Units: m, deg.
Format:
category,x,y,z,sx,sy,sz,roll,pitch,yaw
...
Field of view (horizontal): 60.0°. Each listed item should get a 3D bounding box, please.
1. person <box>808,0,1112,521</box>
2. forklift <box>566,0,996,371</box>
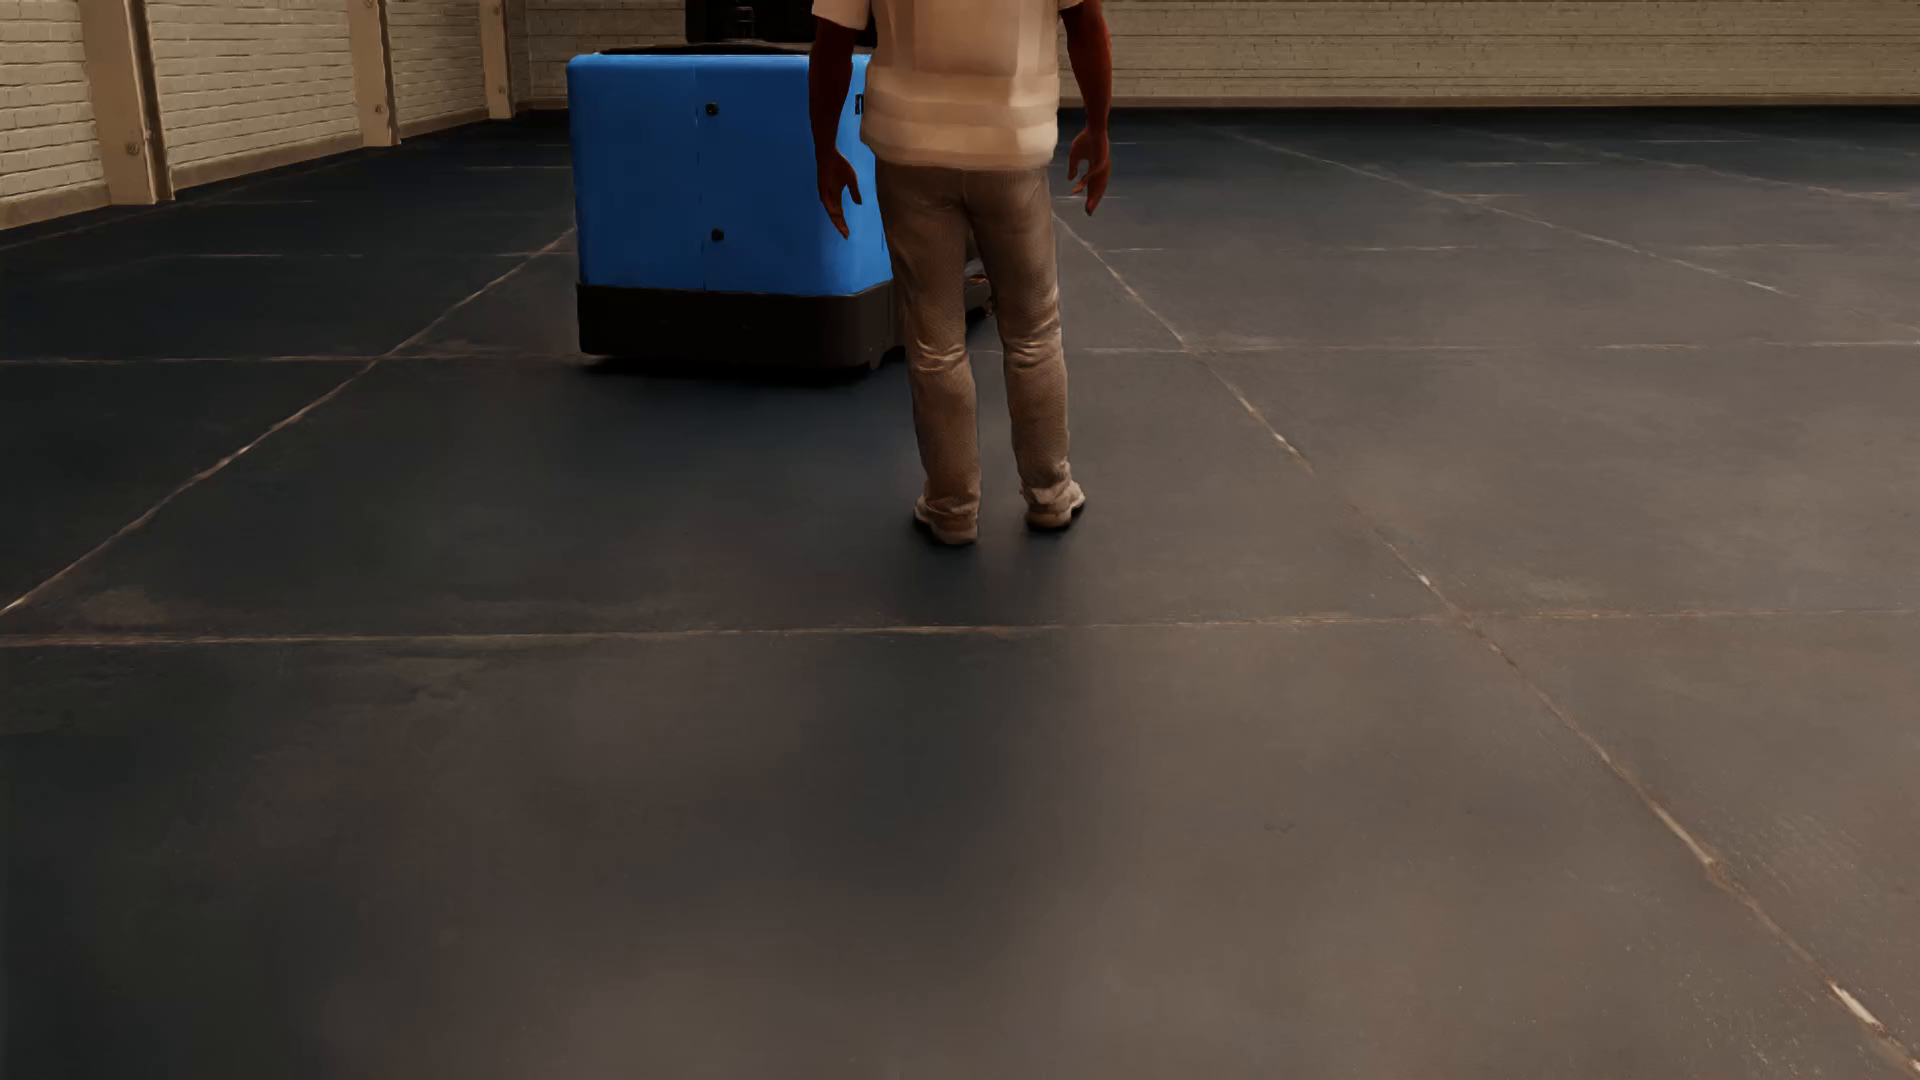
category,x,y,z,sx,sy,sz,roll,pitch,yaw
person,0.006,-0.877,3.641,0.665,1.707,0.419,-1,17,-3
forklift,-0.421,-2.365,6.640,1.130,2.935,3.031,5,18,16
